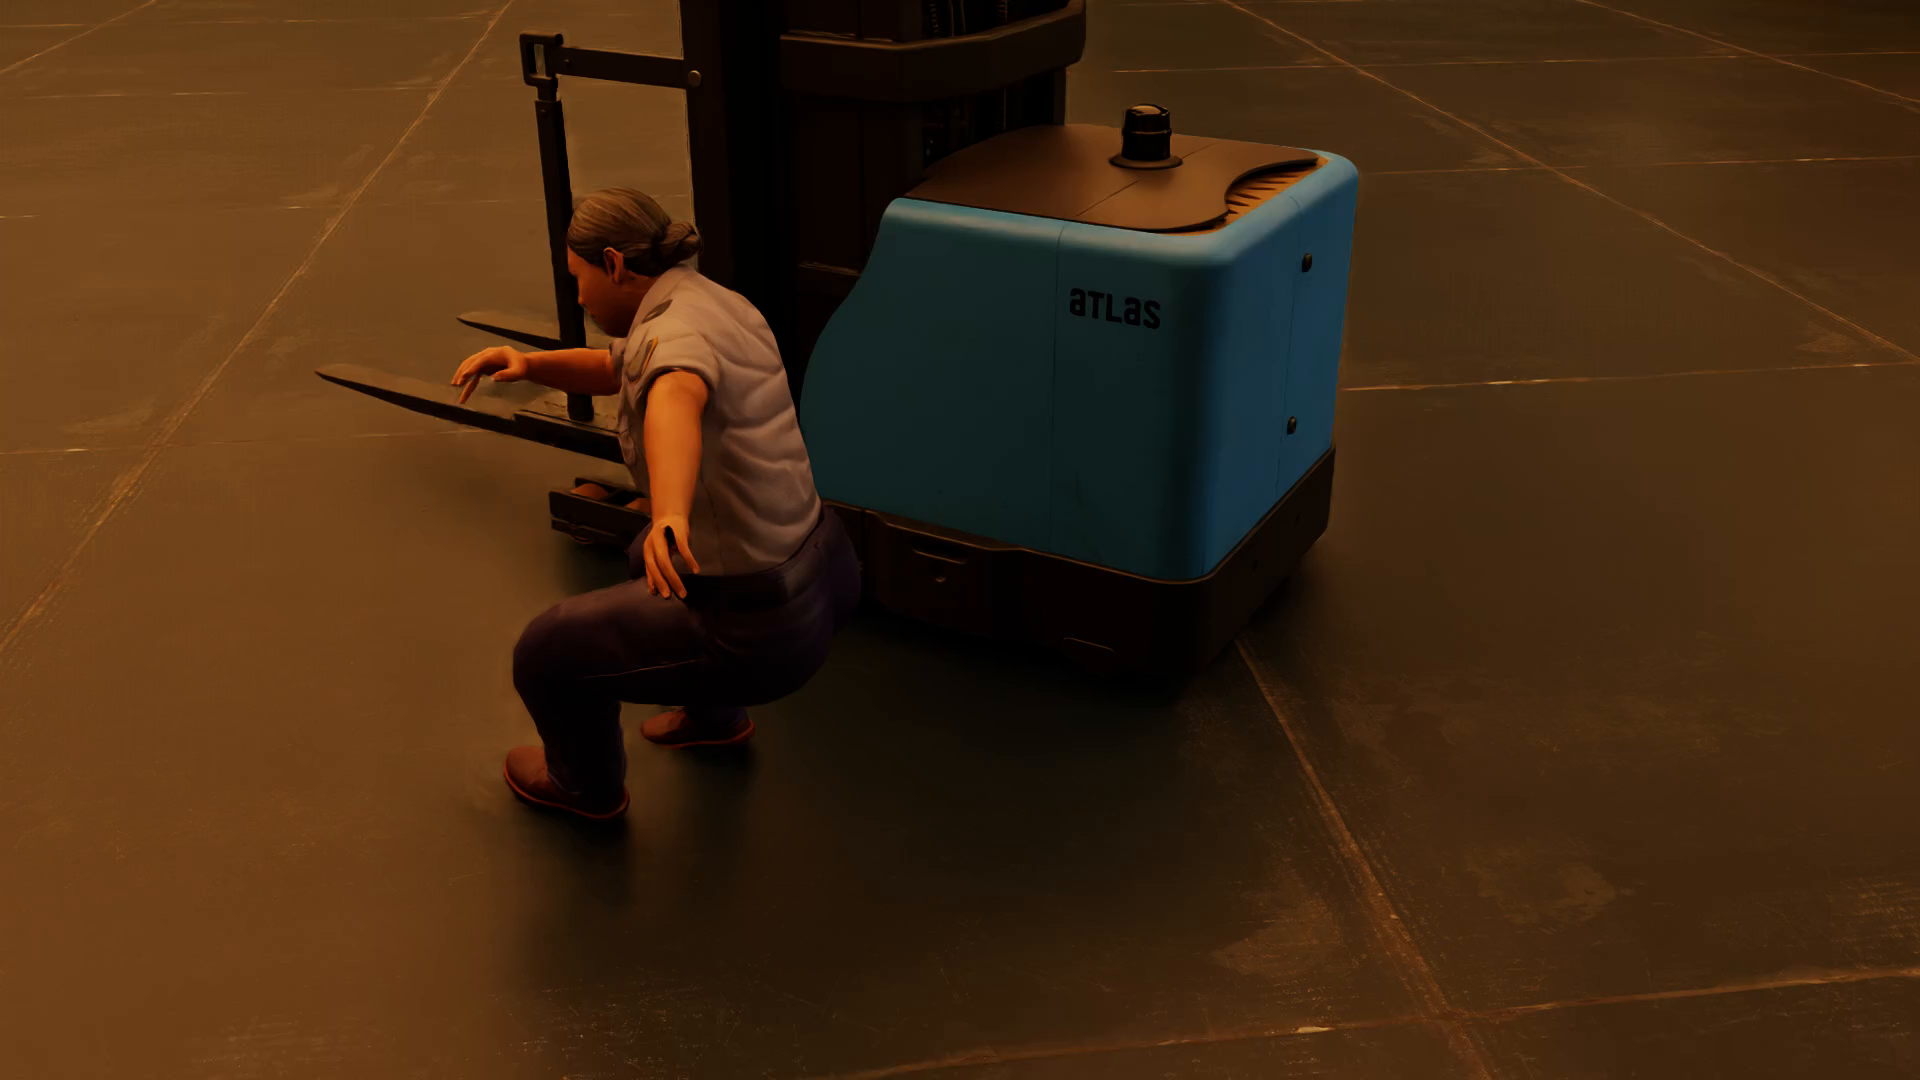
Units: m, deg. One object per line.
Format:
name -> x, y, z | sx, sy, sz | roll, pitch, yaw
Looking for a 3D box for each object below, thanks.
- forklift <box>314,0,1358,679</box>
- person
forklift -> -0.536, -1.449, 4.236 | 3.031, 2.935, 1.130 | 14, 29, 26
person -> -0.610, 0.093, 2.938 | 0.852, 1.346, 1.169 | 7, 27, 14
